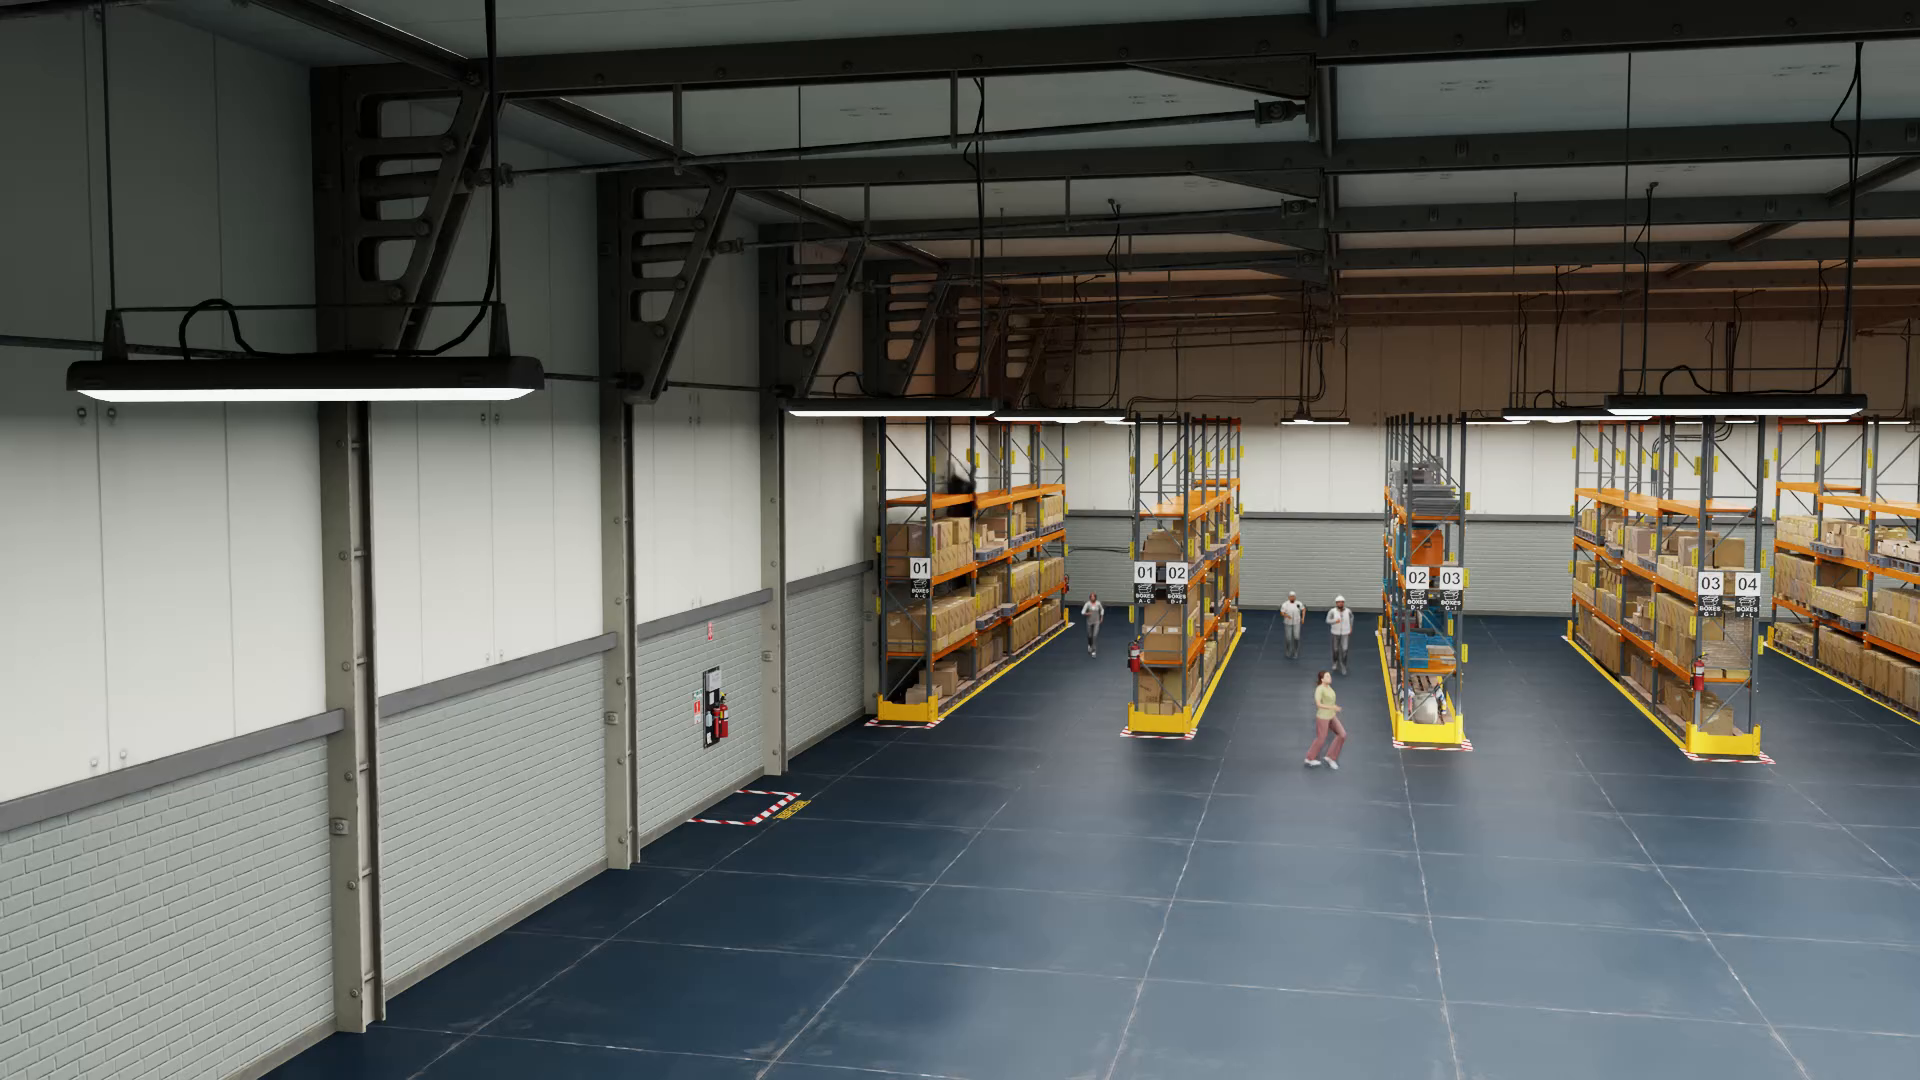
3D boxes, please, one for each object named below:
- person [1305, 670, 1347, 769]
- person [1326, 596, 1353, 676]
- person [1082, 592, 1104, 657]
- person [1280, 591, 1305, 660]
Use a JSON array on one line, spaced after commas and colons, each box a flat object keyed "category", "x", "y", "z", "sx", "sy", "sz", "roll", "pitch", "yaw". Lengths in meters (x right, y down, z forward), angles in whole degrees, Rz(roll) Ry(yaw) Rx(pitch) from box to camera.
[{"category": "person", "x": 6.126, "y": 3.022, "z": 27.939, "sx": 0.673, "sy": 1.665, "sz": 0.580, "roll": 3, "pitch": 5, "yaw": 42}, {"category": "person", "x": 8.843, "y": 2.207, "z": 38.733, "sx": 0.658, "sy": 1.829, "sz": 0.828, "roll": 0, "pitch": 4, "yaw": 7}, {"category": "person", "x": 3.314, "y": 2.096, "z": 41.558, "sx": 0.566, "sy": 1.587, "sz": 0.853, "roll": 0, "pitch": 4, "yaw": 1}, {"category": "person", "x": 8.233, "y": 2.129, "z": 41.154, "sx": 0.613, "sy": 1.723, "sz": 0.709, "roll": 1, "pitch": 4, "yaw": 9}]
